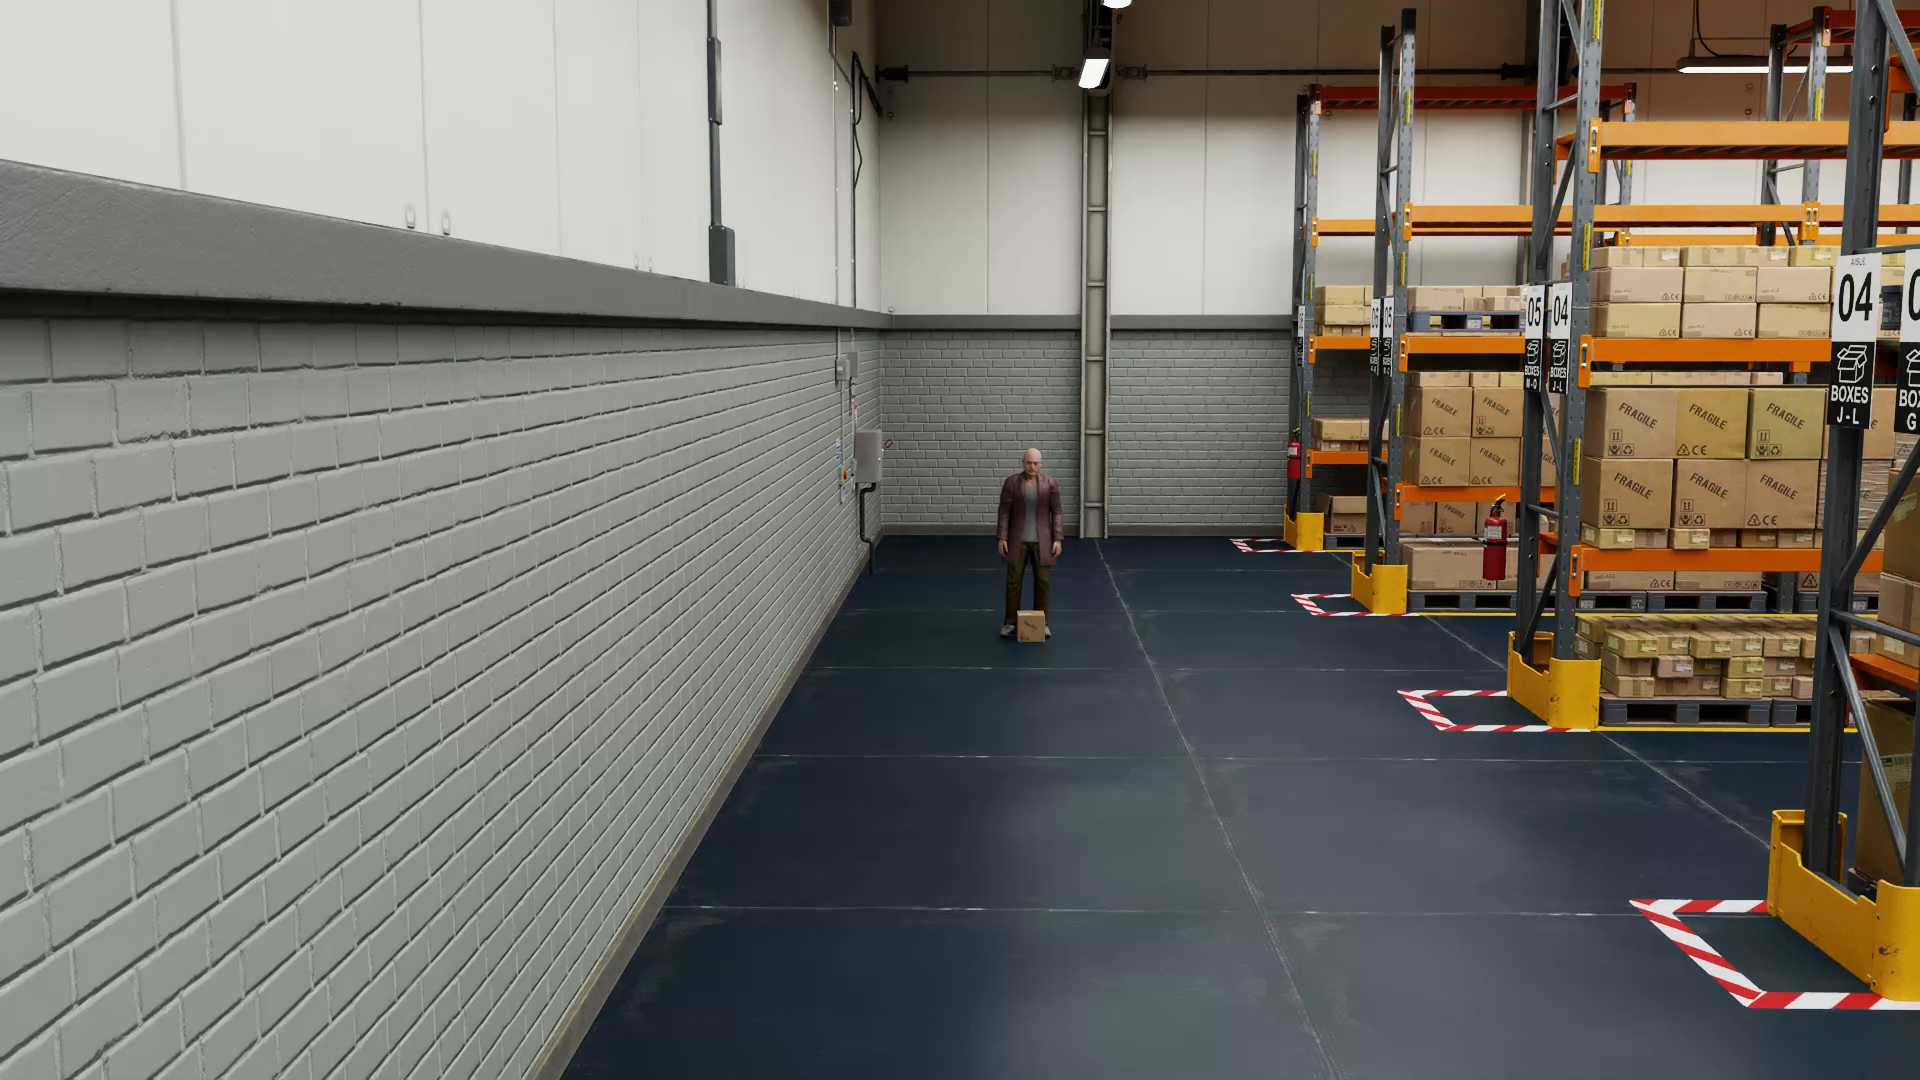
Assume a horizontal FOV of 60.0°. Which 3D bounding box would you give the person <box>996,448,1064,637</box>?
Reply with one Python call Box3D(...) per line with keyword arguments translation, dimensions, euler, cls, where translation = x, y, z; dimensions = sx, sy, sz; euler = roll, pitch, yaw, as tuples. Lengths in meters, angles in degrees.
Box3D(translation=(0.658, 0.018, 15.676), dimensions=(0.642, 1.774, 0.422), euler=(0, 7, 1), cls="person")
